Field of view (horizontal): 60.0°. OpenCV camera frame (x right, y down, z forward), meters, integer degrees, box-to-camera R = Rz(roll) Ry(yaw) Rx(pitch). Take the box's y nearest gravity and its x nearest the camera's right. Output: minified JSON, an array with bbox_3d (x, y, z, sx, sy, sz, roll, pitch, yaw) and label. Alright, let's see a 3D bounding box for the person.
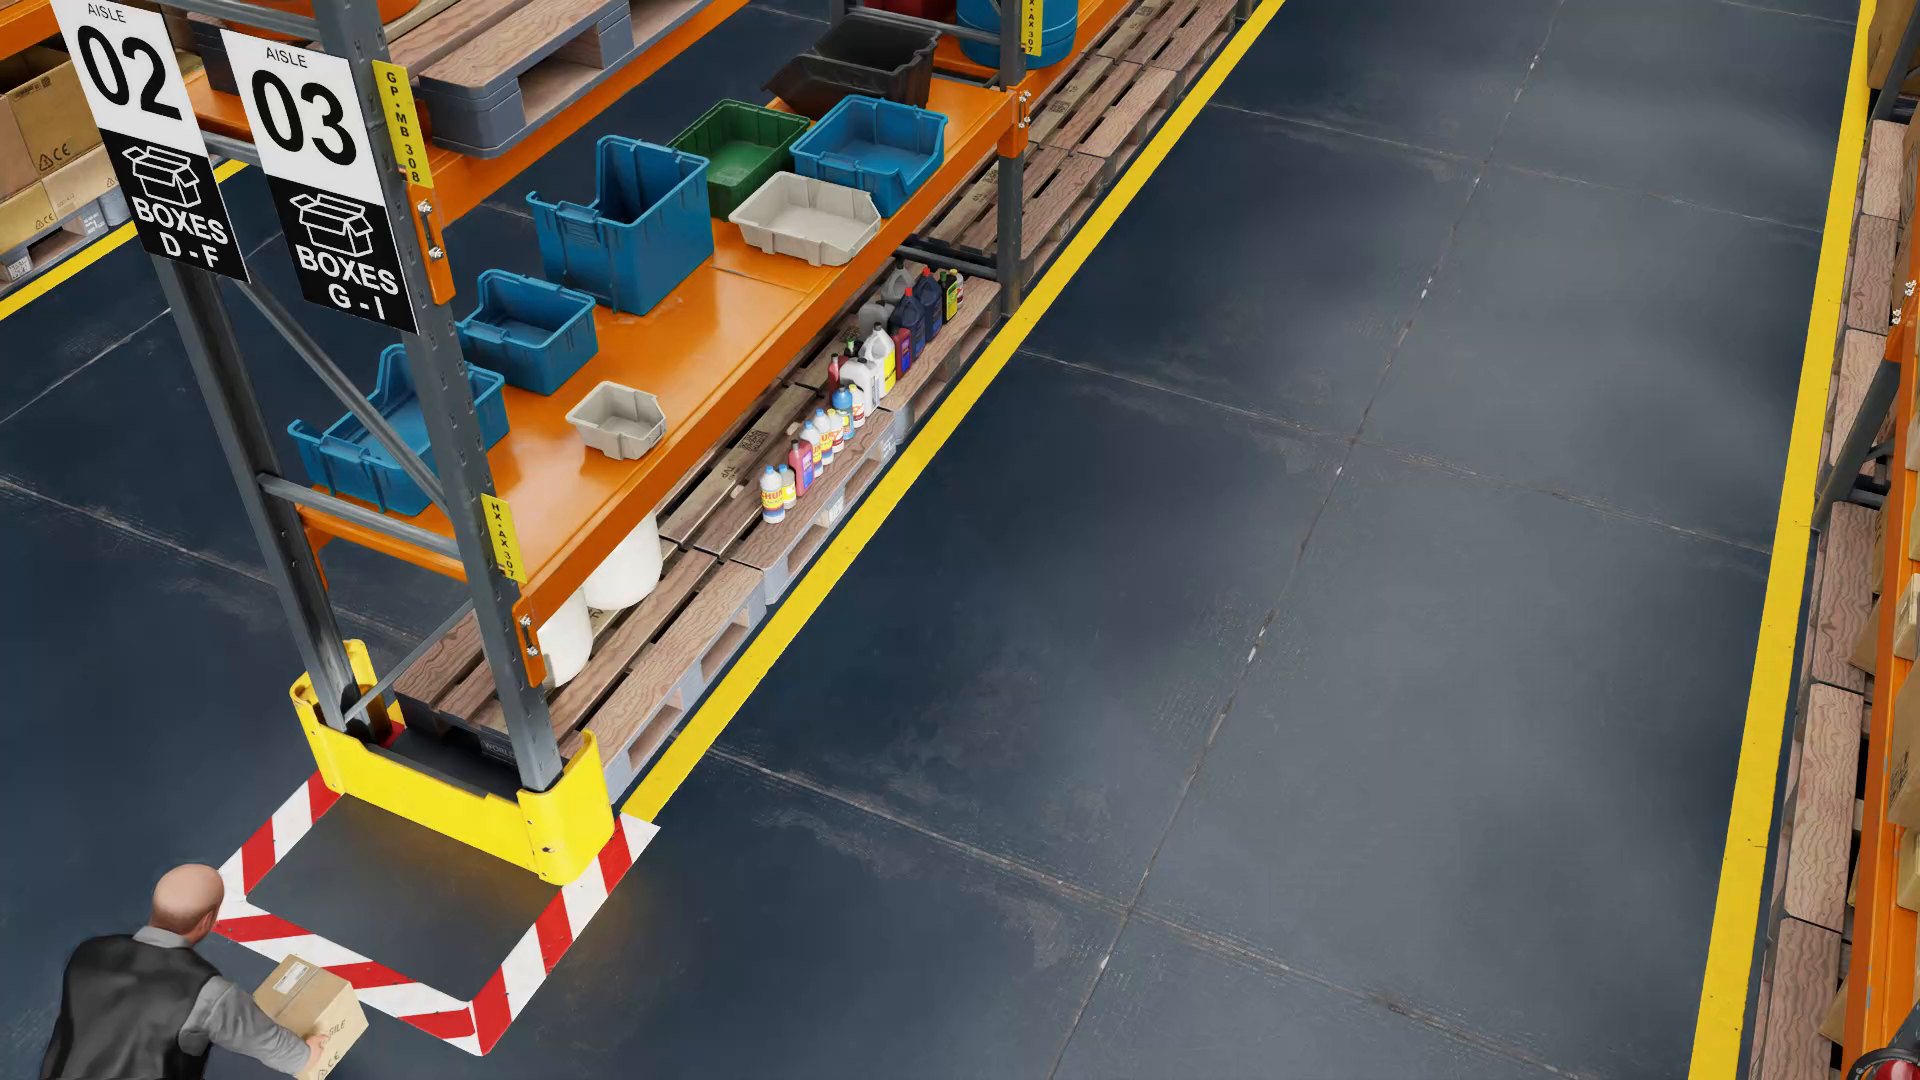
[{"bbox_3d":[-2.299,1.566,4.832,0.575,1.179,0.806,17,45,18],"label":"person"}]
